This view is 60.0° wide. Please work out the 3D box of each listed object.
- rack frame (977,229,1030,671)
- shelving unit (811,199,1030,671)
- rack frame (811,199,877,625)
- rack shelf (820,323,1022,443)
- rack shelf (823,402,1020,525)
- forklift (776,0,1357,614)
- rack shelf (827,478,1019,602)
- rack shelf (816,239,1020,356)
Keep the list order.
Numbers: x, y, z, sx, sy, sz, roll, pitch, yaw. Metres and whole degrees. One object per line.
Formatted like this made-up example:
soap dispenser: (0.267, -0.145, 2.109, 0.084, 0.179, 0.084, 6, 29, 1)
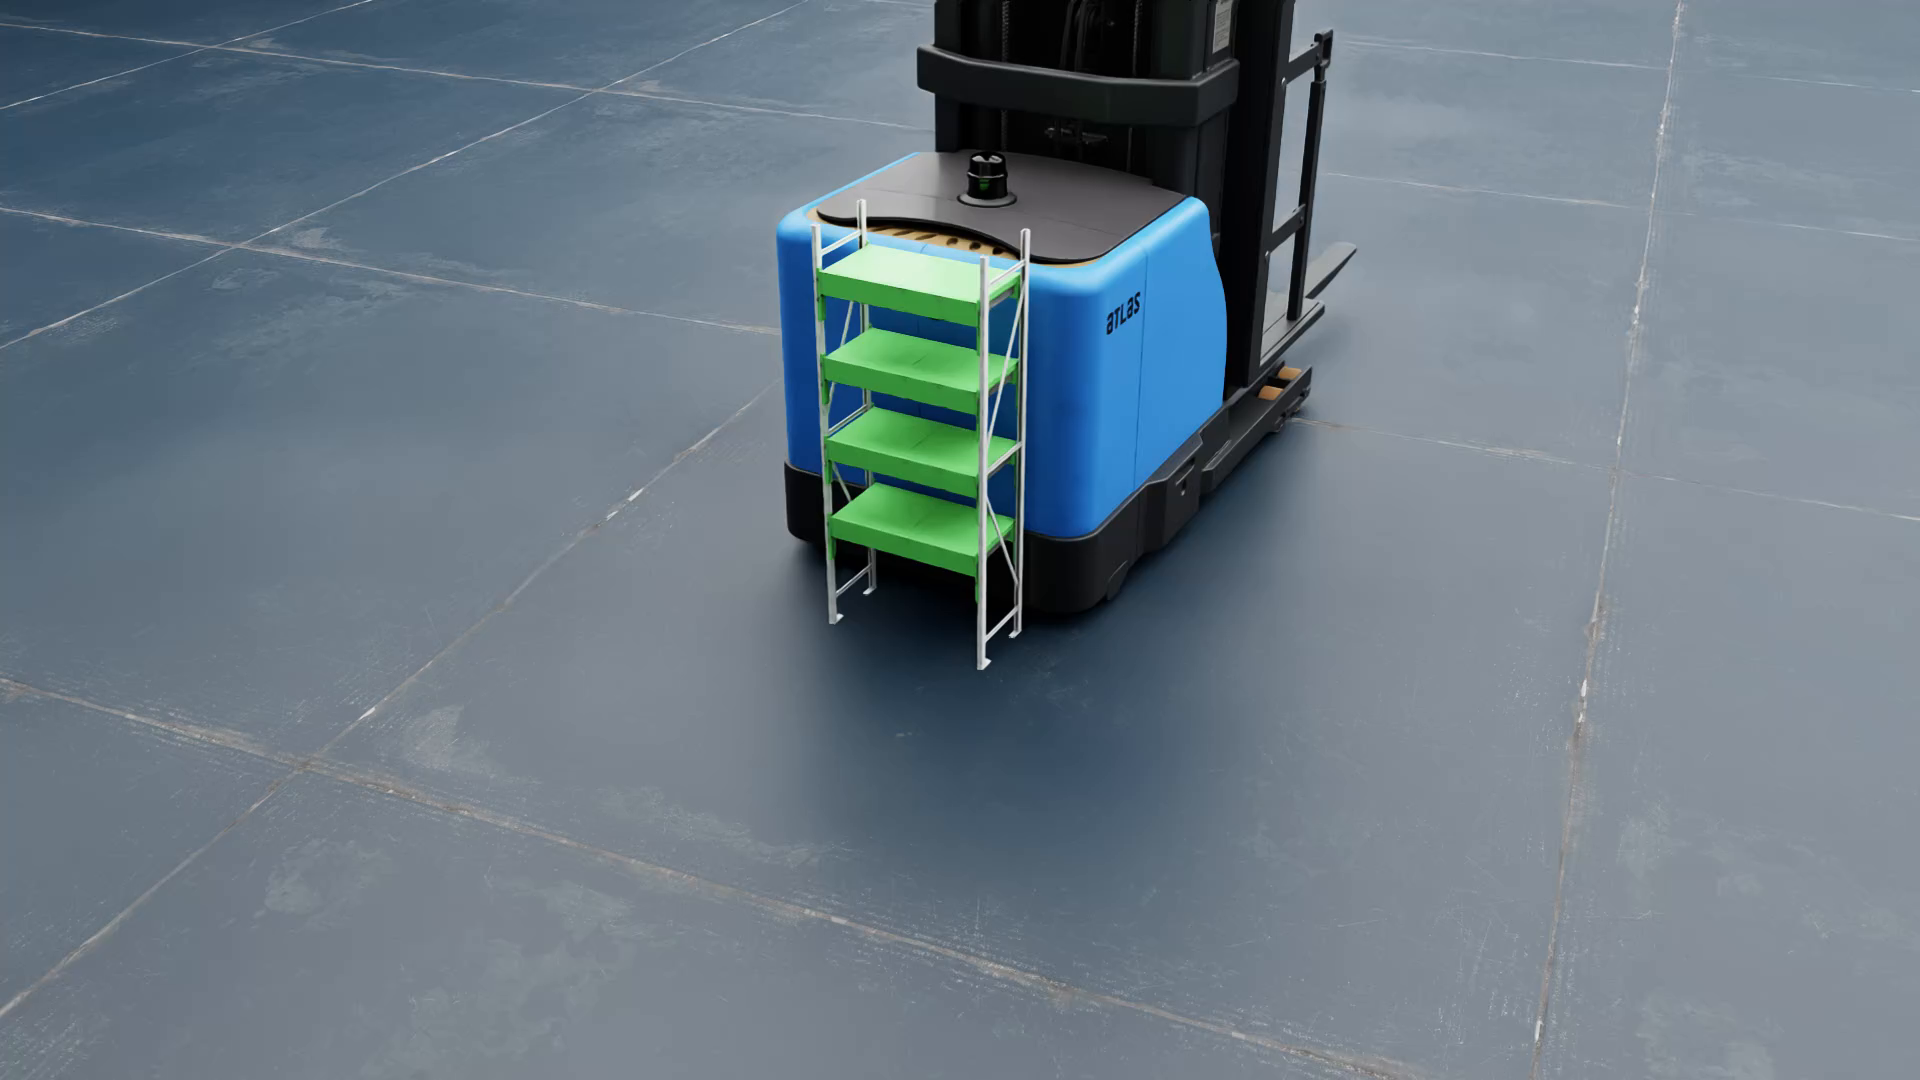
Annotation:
rack frame: (0.112, -0.212, 4.405, 0.015, 1.200, 0.240, 15, 33, 25)
shelving unit: (-0.101, -0.270, 4.509, 0.503, 1.200, 0.258, 15, 33, 25)
rack frame: (-0.314, -0.328, 4.612, 0.015, 1.200, 0.240, 15, 33, 25)
rack shelf: (-0.101, -0.423, 4.422, 0.480, 0.148, 0.258, 15, 33, 25)
rack shelf: (-0.101, -0.215, 4.540, 0.480, 0.148, 0.258, 15, 33, 25)
forklift: (0.629, -1.759, 5.383, 1.130, 2.935, 3.031, 16, 33, 25)
rack shelf: (-0.101, -0.006, 4.658, 0.480, 0.148, 0.258, 15, 33, 25)
rack shelf: (-0.101, -0.632, 4.304, 0.480, 0.148, 0.258, 15, 33, 25)
